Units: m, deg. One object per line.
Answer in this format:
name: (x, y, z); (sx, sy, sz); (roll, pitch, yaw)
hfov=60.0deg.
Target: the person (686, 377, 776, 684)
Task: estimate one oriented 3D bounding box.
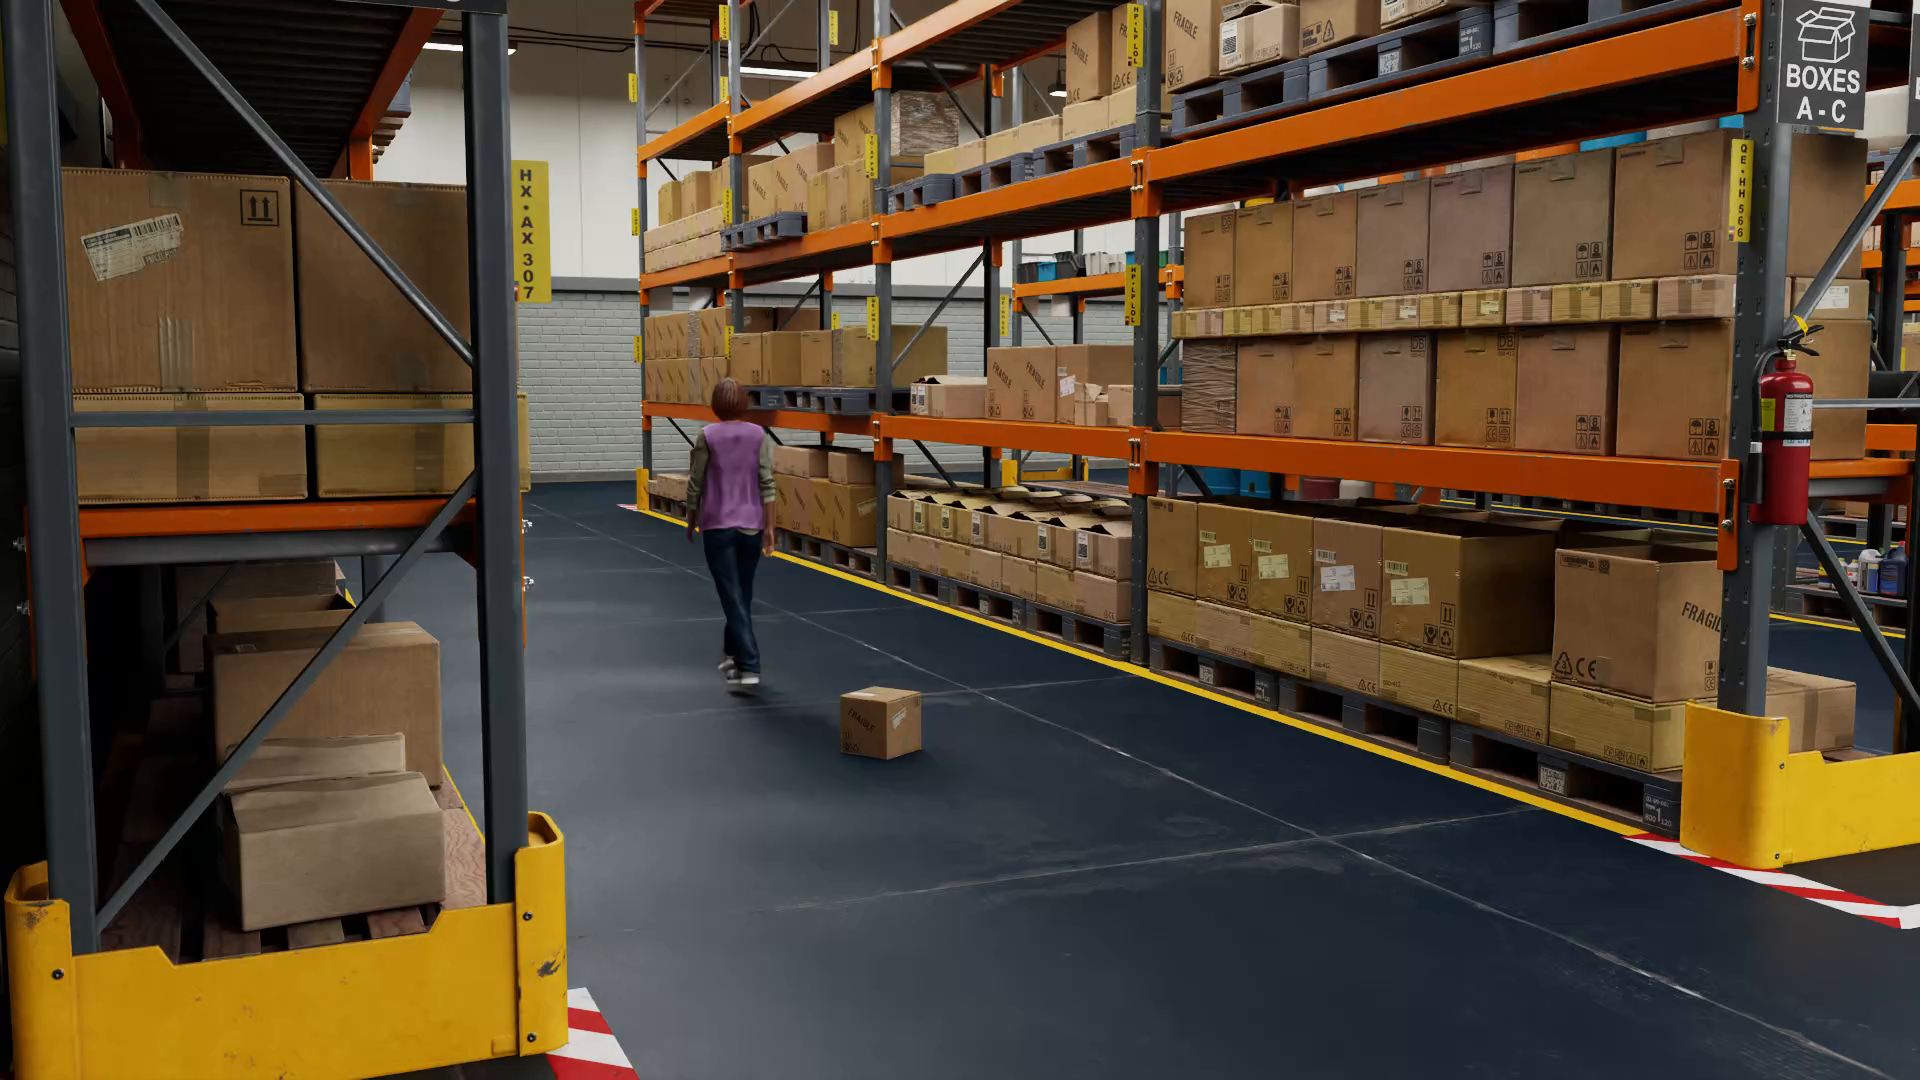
person: (-1.204, -0.049, 8.619); (0.428, 1.584, 0.827); (-3, 6, -27)
